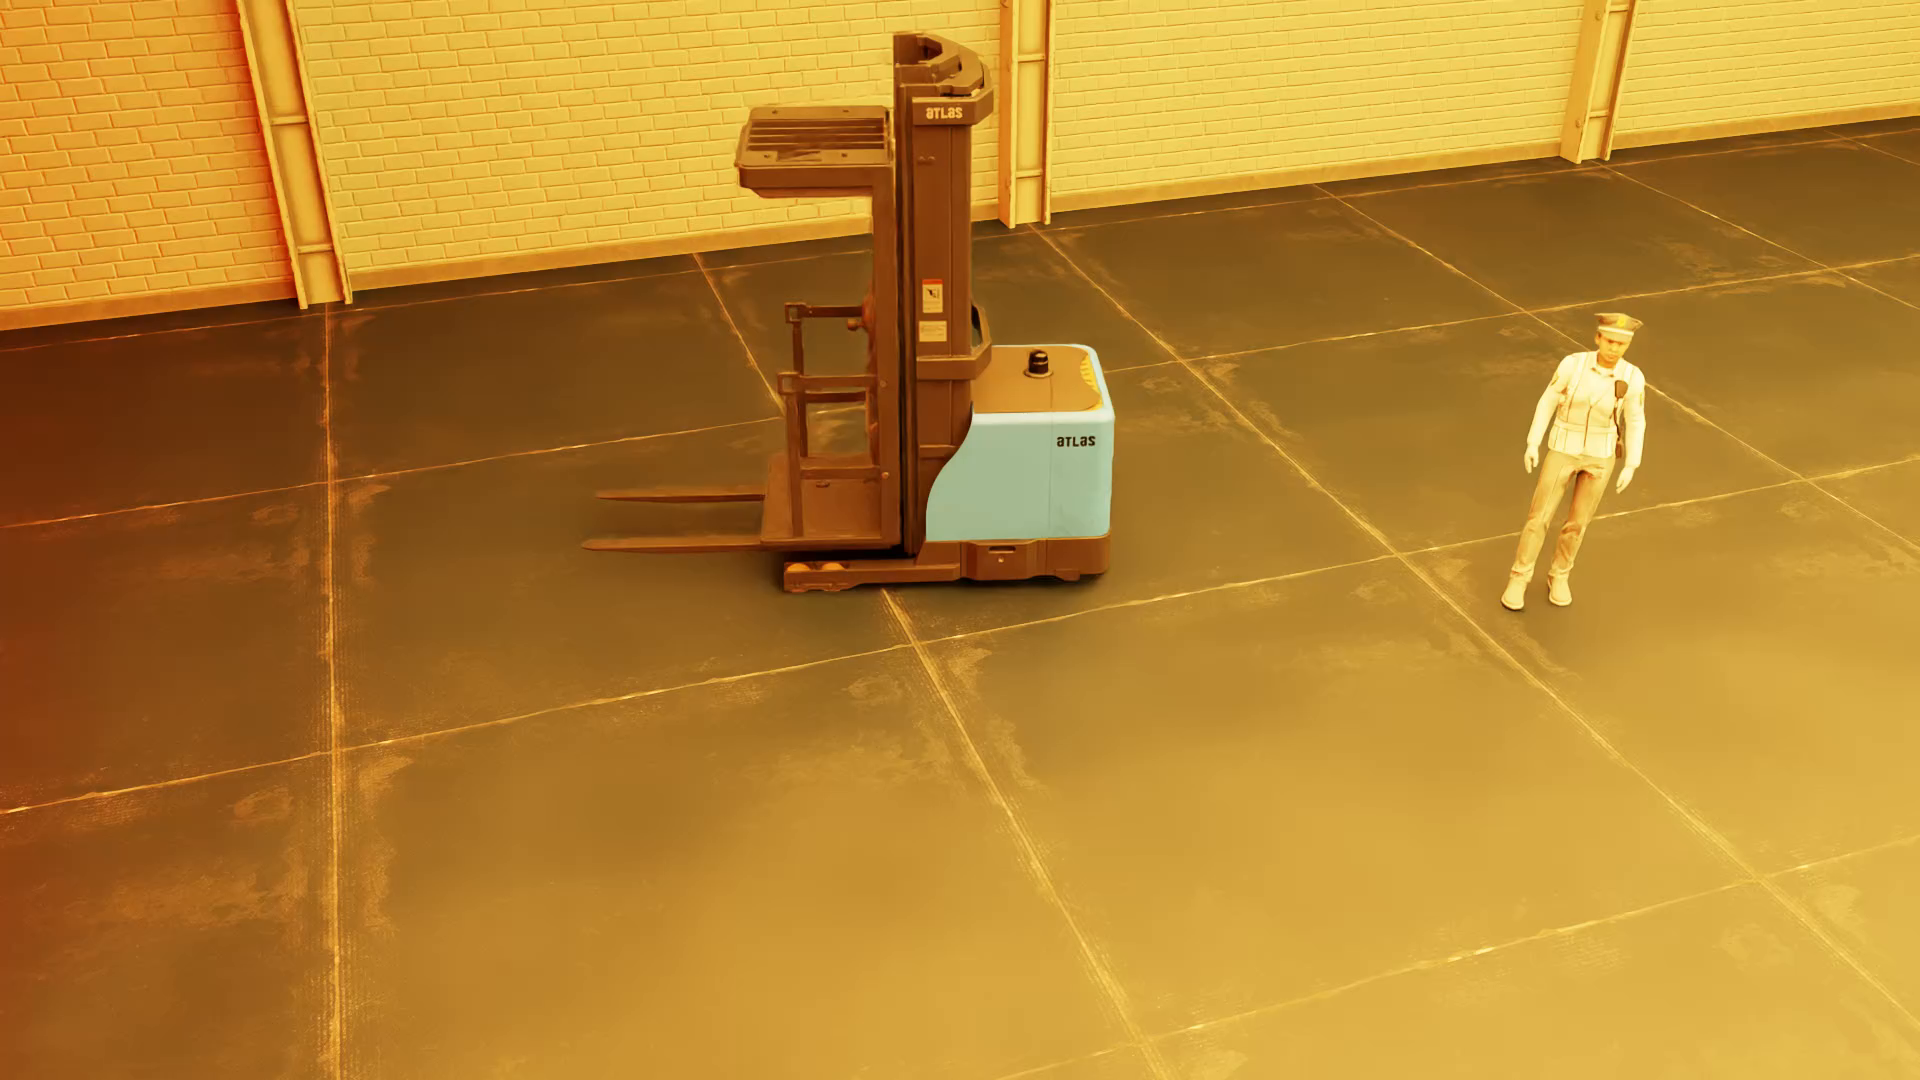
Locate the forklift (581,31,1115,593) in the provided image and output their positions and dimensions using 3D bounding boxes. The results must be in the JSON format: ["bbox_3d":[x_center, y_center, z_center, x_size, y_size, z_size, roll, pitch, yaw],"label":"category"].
[{"bbox_3d":[-0.670,-1.237,9.237,3.031,2.935,1.130,-1,30,-3],"label":"forklift"}]

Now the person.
[{"bbox_3d":[3.385,-0.423,9.056,0.591,1.697,0.522,10,31,16],"label":"person"}]
